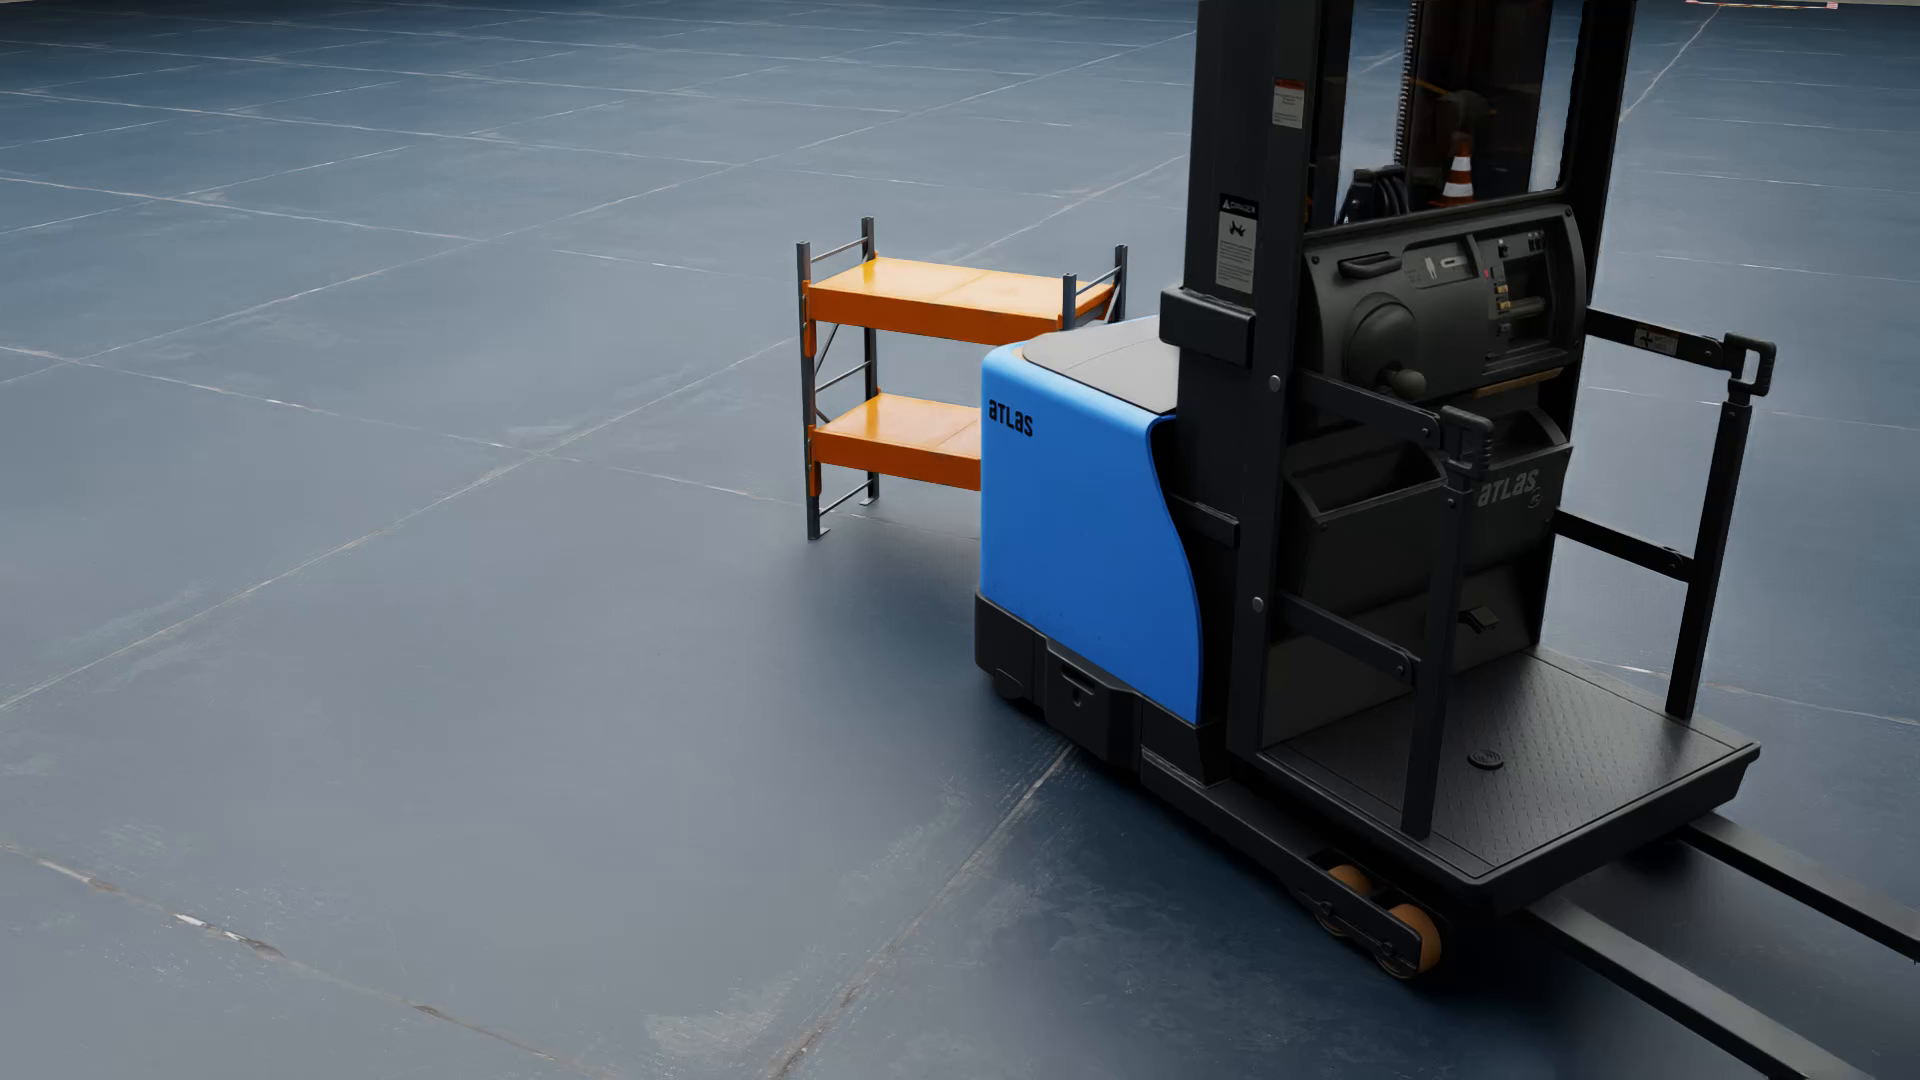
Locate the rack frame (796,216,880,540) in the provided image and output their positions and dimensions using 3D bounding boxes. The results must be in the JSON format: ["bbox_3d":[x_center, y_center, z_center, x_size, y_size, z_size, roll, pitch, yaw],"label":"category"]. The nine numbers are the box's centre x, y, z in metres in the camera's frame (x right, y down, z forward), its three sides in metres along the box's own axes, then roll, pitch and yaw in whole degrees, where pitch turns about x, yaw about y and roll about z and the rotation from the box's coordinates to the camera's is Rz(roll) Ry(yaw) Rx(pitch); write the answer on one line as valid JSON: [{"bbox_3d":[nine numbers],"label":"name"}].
[{"bbox_3d":[-0.448,-0.606,6.238,0.032,1.125,0.500,11,25,25],"label":"rack frame"}]

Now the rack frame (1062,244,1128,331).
[{"bbox_3d":[0.460,-0.427,5.816,0.032,1.125,0.500,11,25,25],"label":"rack frame"}]

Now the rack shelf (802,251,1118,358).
[{"bbox_3d":[0.006,-0.786,5.913,1.000,0.278,0.538,11,25,25],"label":"rack shelf"}]

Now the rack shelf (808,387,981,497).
[{"bbox_3d":[0.006,-0.291,6.123,1.000,0.278,0.538,11,25,25],"label":"rack shelf"}]

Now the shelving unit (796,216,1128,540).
[{"bbox_3d":[0.006,-0.516,6.027,1.048,1.125,0.538,11,25,25],"label":"shelving unit"}]

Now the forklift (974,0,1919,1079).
[{"bbox_3d":[1.289,-0.546,3.789,1.130,2.935,3.031,-15,27,-31],"label":"forklift"}]
